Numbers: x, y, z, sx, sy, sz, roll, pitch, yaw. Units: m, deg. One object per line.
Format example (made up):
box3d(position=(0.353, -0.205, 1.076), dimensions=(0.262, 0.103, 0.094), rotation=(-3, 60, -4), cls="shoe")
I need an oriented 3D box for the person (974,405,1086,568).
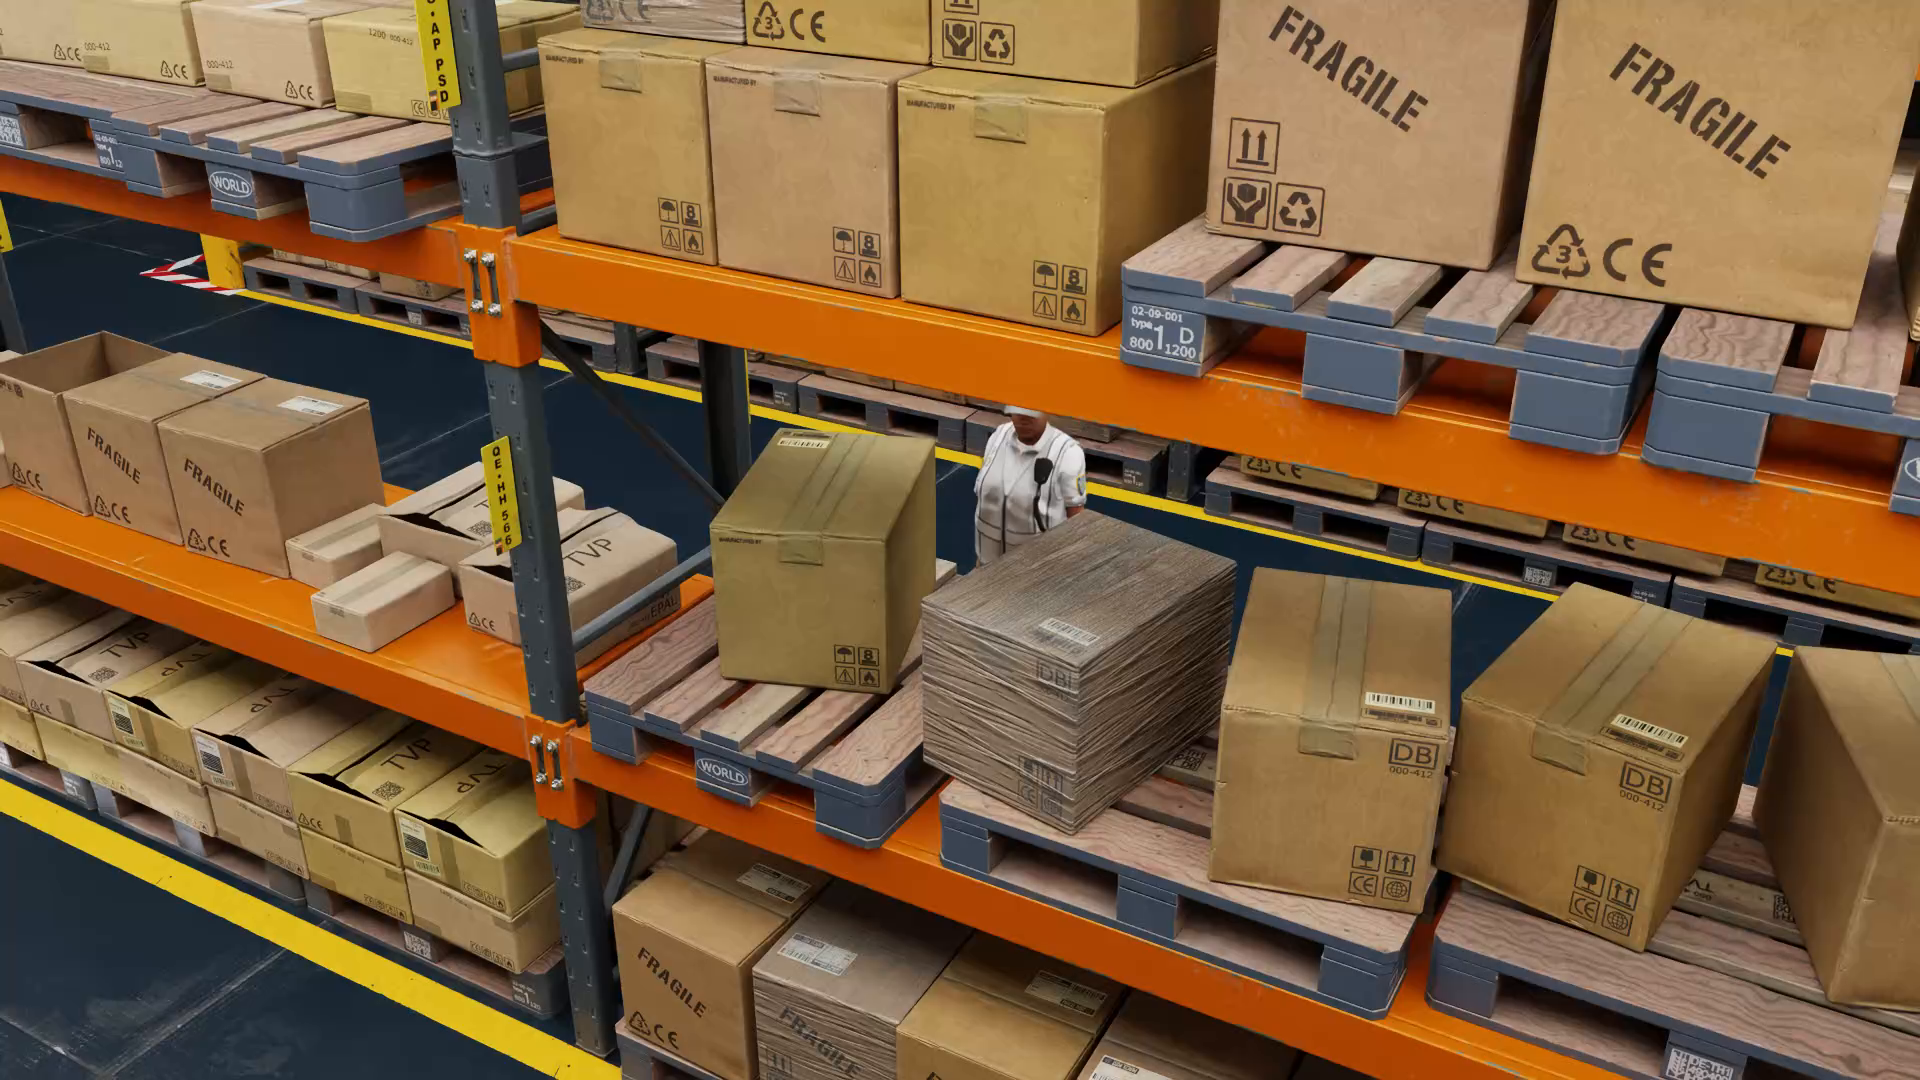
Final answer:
box3d(position=(0.279, 0.100, 6.915), dimensions=(0.475, 1.672, 0.387), rotation=(15, 30, 27), cls="person")
